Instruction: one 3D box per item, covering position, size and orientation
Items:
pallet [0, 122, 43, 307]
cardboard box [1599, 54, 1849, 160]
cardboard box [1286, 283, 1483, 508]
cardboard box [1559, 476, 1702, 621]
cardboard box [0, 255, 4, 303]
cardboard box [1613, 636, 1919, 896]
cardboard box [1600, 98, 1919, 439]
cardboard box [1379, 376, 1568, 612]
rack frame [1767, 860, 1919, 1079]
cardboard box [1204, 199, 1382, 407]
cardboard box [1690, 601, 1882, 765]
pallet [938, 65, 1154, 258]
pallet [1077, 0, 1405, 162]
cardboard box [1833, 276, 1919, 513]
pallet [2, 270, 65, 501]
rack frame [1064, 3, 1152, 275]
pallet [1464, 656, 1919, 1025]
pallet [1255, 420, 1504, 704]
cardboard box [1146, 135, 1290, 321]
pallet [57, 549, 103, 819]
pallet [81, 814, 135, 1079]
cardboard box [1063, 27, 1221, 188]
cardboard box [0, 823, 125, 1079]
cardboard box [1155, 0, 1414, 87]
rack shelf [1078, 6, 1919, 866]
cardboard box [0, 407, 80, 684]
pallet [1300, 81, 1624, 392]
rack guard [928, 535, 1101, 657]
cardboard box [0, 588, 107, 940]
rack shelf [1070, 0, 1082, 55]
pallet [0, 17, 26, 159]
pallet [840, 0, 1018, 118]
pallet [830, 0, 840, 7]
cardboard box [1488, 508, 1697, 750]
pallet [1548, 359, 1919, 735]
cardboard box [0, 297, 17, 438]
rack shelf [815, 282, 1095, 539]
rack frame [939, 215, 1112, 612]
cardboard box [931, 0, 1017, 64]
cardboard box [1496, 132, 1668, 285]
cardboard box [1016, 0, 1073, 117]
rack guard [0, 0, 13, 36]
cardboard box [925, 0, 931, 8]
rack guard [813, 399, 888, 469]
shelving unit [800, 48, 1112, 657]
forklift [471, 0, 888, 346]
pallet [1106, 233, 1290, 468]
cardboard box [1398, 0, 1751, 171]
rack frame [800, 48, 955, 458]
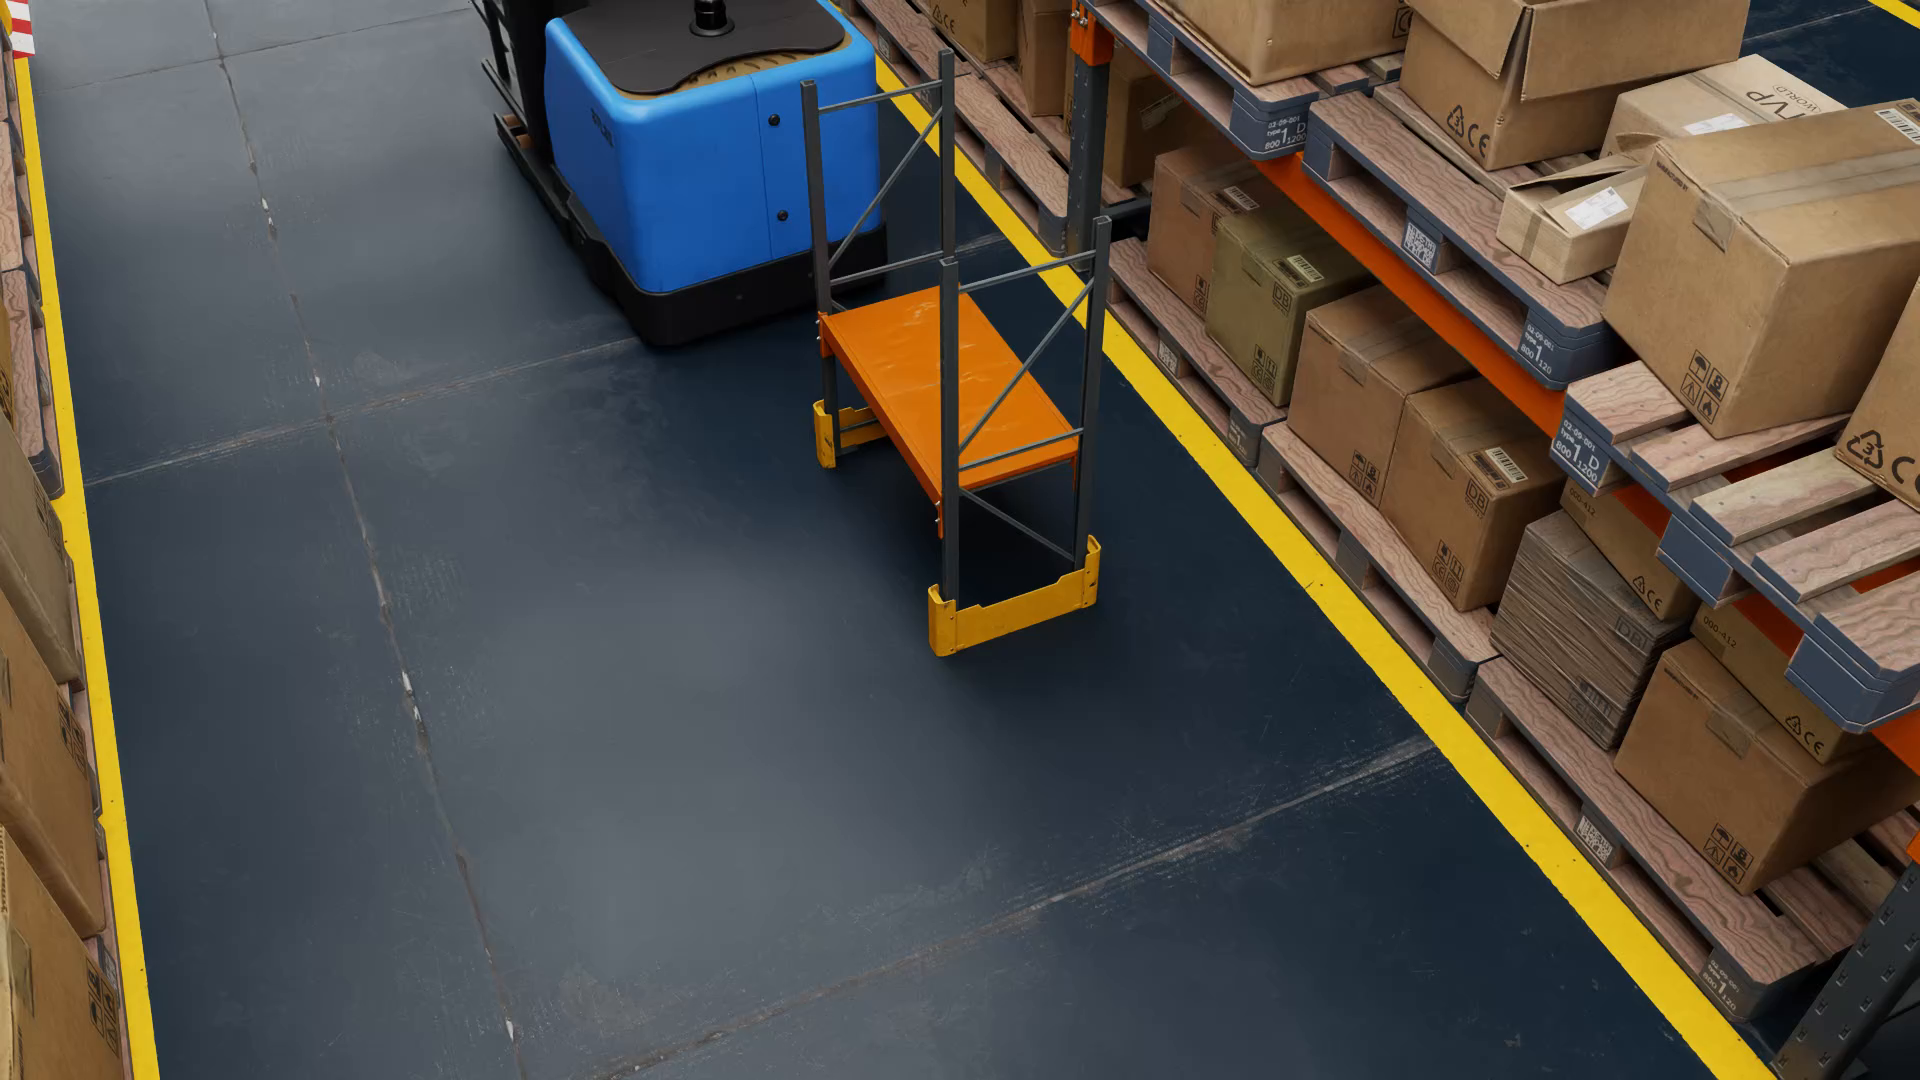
[{"bbox_3d":[-4.396,-1.241,6.858,1.003,0.211,1.213,-18,47,-17],"label":"pallet"},{"bbox_3d":[2.098,-1.031,4.467,0.500,0.250,0.500,-19,48,-19],"label":"cardboard box"},{"bbox_3d":[1.570,-0.551,5.639,0.700,0.500,0.500,-22,49,-21],"label":"cardboard box"},{"bbox_3d":[2.053,-0.086,4.634,0.500,0.250,0.500,-13,46,-13],"label":"cardboard box"},{"bbox_3d":[-4.214,-1.335,6.181,0.875,0.875,0.875,-18,47,-17],"label":"cardboard box"},{"bbox_3d":[2.294,0.513,4.561,0.700,0.500,0.500,-20,48,-19],"label":"cardboard box"},{"bbox_3d":[2.005,-0.642,3.895,0.700,0.500,0.500,-12,46,-12],"label":"cardboard box"},{"bbox_3d":[1.804,-0.196,5.279,0.700,0.500,0.500,-14,46,-14],"label":"cardboard box"},{"bbox_3d":[2.594,0.201,3.410,1.000,3.000,0.127,-18,47,-17],"label":"rack frame"},{"bbox_3d":[1.334,-0.907,6.001,0.700,0.500,0.500,-18,47,-18],"label":"cardboard box"},{"bbox_3d":[2.285,0.249,4.294,0.500,0.250,0.500,-16,47,-16],"label":"cardboard box"},{"bbox_3d":[0.597,-1.773,7.396,1.003,0.211,1.213,-18,47,-17],"label":"pallet"},{"bbox_3d":[1.101,-1.750,5.524,1.003,0.211,1.213,-18,47,-17],"label":"pallet"},{"bbox_3d":[2.330,-0.316,3.565,0.500,0.500,0.500,-24,49,-22],"label":"cardboard box"},{"bbox_3d":[-3.880,-0.462,6.068,1.003,0.211,1.213,-18,47,-17],"label":"pallet"},{"bbox_3d":[0.912,-2.348,5.994,1.000,3.000,0.127,-18,47,-17],"label":"rack frame"},{"bbox_3d":[2.267,0.695,4.895,1.003,0.211,1.213,-18,47,-17],"label":"pallet"},{"bbox_3d":[1.758,-0.081,5.682,1.003,0.211,1.213,-18,47,-17],"label":"pallet"},{"bbox_3d":[1.151,-1.217,6.314,0.700,0.500,0.500,-22,49,-20],"label":"cardboard box"},{"bbox_3d":[-3.238,0.515,5.078,1.003,0.211,1.213,-18,47,-17],"label":"pallet"},{"bbox_3d":[-2.721,1.293,4.289,1.003,0.211,1.213,-18,47,-17],"label":"pallet"},{"bbox_3d":[0.780,-1.874,6.995,0.500,0.500,0.500,-19,48,-19],"label":"cardboard box"},{"bbox_3d":[-2.494,1.282,3.618,1.050,0.750,0.750,-17,47,-17],"label":"cardboard box"},{"bbox_3d":[1.119,-2.163,5.081,1.000,1.000,1.000,-18,47,-17],"label":"cardboard box"},{"bbox_3d":[1.753,-0.817,4.955,1.077,0.370,4.000,-18,47,-17],"label":"rack shelf"},{"bbox_3d":[-3.288,0.073,4.843,1.050,0.750,0.750,-18,47,-18],"label":"cardboard box"},{"bbox_3d":[1.724,-0.980,4.744,1.003,0.211,1.213,-18,47,-17],"label":"pallet"},{"bbox_3d":[0.177,0.180,5.390,0.587,0.250,0.087,-18,47,-17],"label":"rack guard"},{"bbox_3d":[-2.886,0.689,4.219,1.050,0.750,0.750,-18,47,-17],"label":"cardboard box"},{"bbox_3d":[0.071,-3.366,7.538,1.077,0.370,4.000,-18,47,-17],"label":"rack shelf"},{"bbox_3d":[-4.905,-2.017,7.644,1.003,0.211,1.213,-18,47,-17],"label":"pallet"},{"bbox_3d":[0.081,-2.551,8.185,1.003,0.211,1.213,-18,47,-17],"label":"pallet"},{"bbox_3d":[-0.428,-3.328,8.972,1.003,0.211,1.213,-18,47,-17],"label":"pallet"},{"bbox_3d":[2.049,0.164,4.915,0.700,0.500,0.500,-22,49,-21],"label":"cardboard box"},{"bbox_3d":[2.198,-0.153,3.906,1.213,0.211,1.003,-18,47,-17],"label":"pallet"},{"bbox_3d":[-3.832,-0.762,5.600,0.875,0.875,0.875,-17,47,-17],"label":"cardboard box"},{"bbox_3d":[-0.036,-0.460,5.405,0.538,0.185,1.000,-18,47,-17],"label":"rack shelf"},{"bbox_3d":[0.178,-0.264,4.950,0.500,1.500,0.032,-18,47,-17],"label":"rack frame"},{"bbox_3d":[0.200,-2.609,7.740,0.500,0.500,0.500,-22,49,-21],"label":"cardboard box"},{"bbox_3d":[1.648,-0.883,4.306,0.396,0.266,0.258,-19,48,-19],"label":"cardboard box"},{"bbox_3d":[0.532,-2.237,7.362,0.500,0.500,0.500,-5,45,-5],"label":"cardboard box"},{"bbox_3d":[-5.323,-2.622,8.051,1.175,0.500,0.348,-18,47,-17],"label":"rack guard"},{"bbox_3d":[0.006,-2.978,8.113,0.500,0.500,0.500,-14,46,-14],"label":"cardboard box"},{"bbox_3d":[-0.241,-0.455,6.033,0.587,0.250,0.087,-18,47,-17],"label":"rack guard"},{"bbox_3d":[-0.032,-0.582,5.272,0.587,1.500,1.083,-18,47,-17],"label":"shelving unit"},{"bbox_3d":[-1.438,-2.823,6.524,1.130,2.935,3.031,-21,48,-20],"label":"forklift"},{"bbox_3d":[1.241,-0.859,6.471,1.003,0.211,1.213,-18,47,-17],"label":"pallet"},{"bbox_3d":[1.725,-1.457,4.718,0.797,0.503,0.637,-14,46,-13],"label":"cardboard box"},{"bbox_3d":[-0.250,-0.912,5.607,0.500,1.500,0.032,-18,47,-17],"label":"rack frame"}]
